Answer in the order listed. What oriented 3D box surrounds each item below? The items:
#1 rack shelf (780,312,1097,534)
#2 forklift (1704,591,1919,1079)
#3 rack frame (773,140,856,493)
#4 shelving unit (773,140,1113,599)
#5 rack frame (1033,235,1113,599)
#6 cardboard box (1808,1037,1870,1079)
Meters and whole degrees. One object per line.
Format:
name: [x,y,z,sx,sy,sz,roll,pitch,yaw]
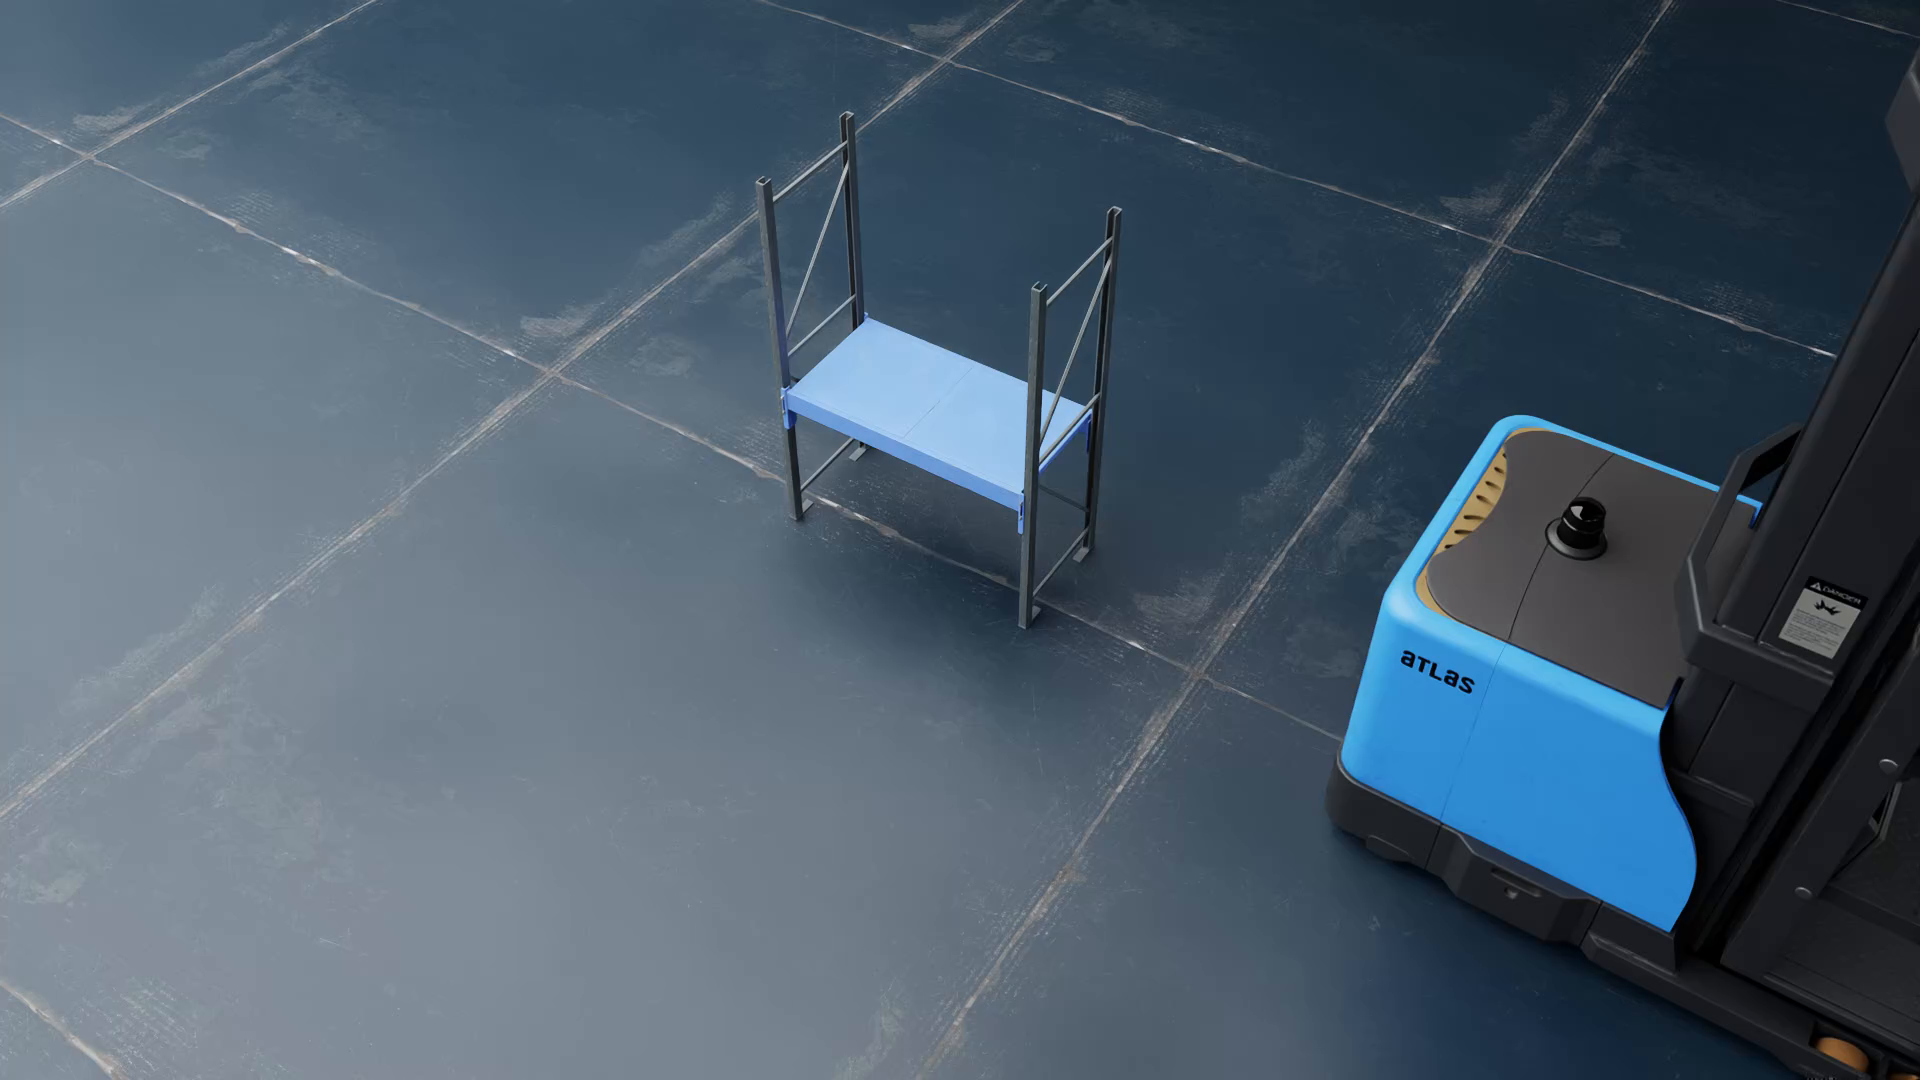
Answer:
rack shelf: [-0.072,-0.430,5.873,1.000,0.185,0.538,25,51,22]
forklift: [2.676,0.189,4.023,3.031,2.935,1.121,25,51,23]
rack frame: [-0.501,-0.752,5.934,0.013,1.308,0.475,25,51,22]
shelving unit: [-0.072,-0.556,5.744,1.030,1.308,0.538,25,51,22]
rack frame: [0.355,-0.358,5.552,0.013,1.308,0.475,25,51,22]
cardboard box: [2.477,1.486,4.697,0.160,0.156,0.130,24,50,21]
